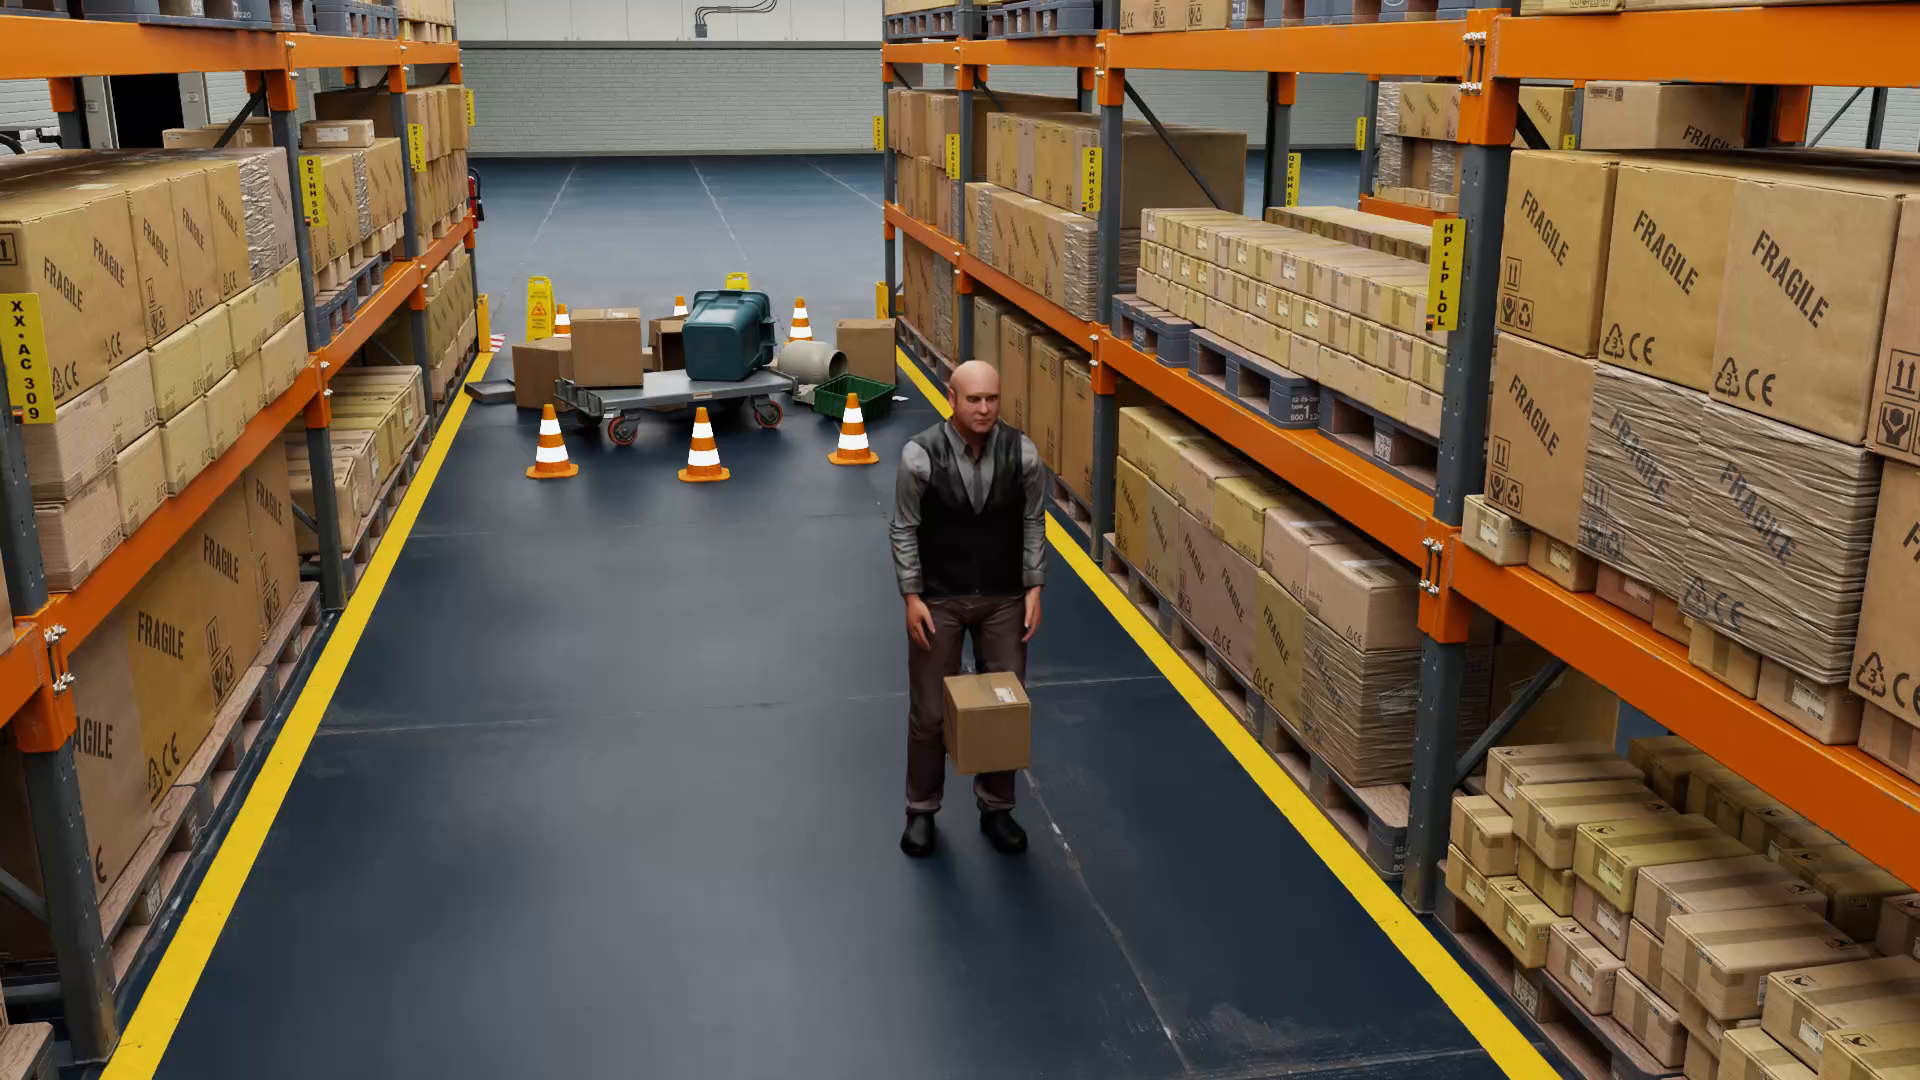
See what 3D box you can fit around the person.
[{"bbox_3d":[0.037,0.224,5.800,0.560,1.725,0.472,-4,17,-12],"label":"person"}]
